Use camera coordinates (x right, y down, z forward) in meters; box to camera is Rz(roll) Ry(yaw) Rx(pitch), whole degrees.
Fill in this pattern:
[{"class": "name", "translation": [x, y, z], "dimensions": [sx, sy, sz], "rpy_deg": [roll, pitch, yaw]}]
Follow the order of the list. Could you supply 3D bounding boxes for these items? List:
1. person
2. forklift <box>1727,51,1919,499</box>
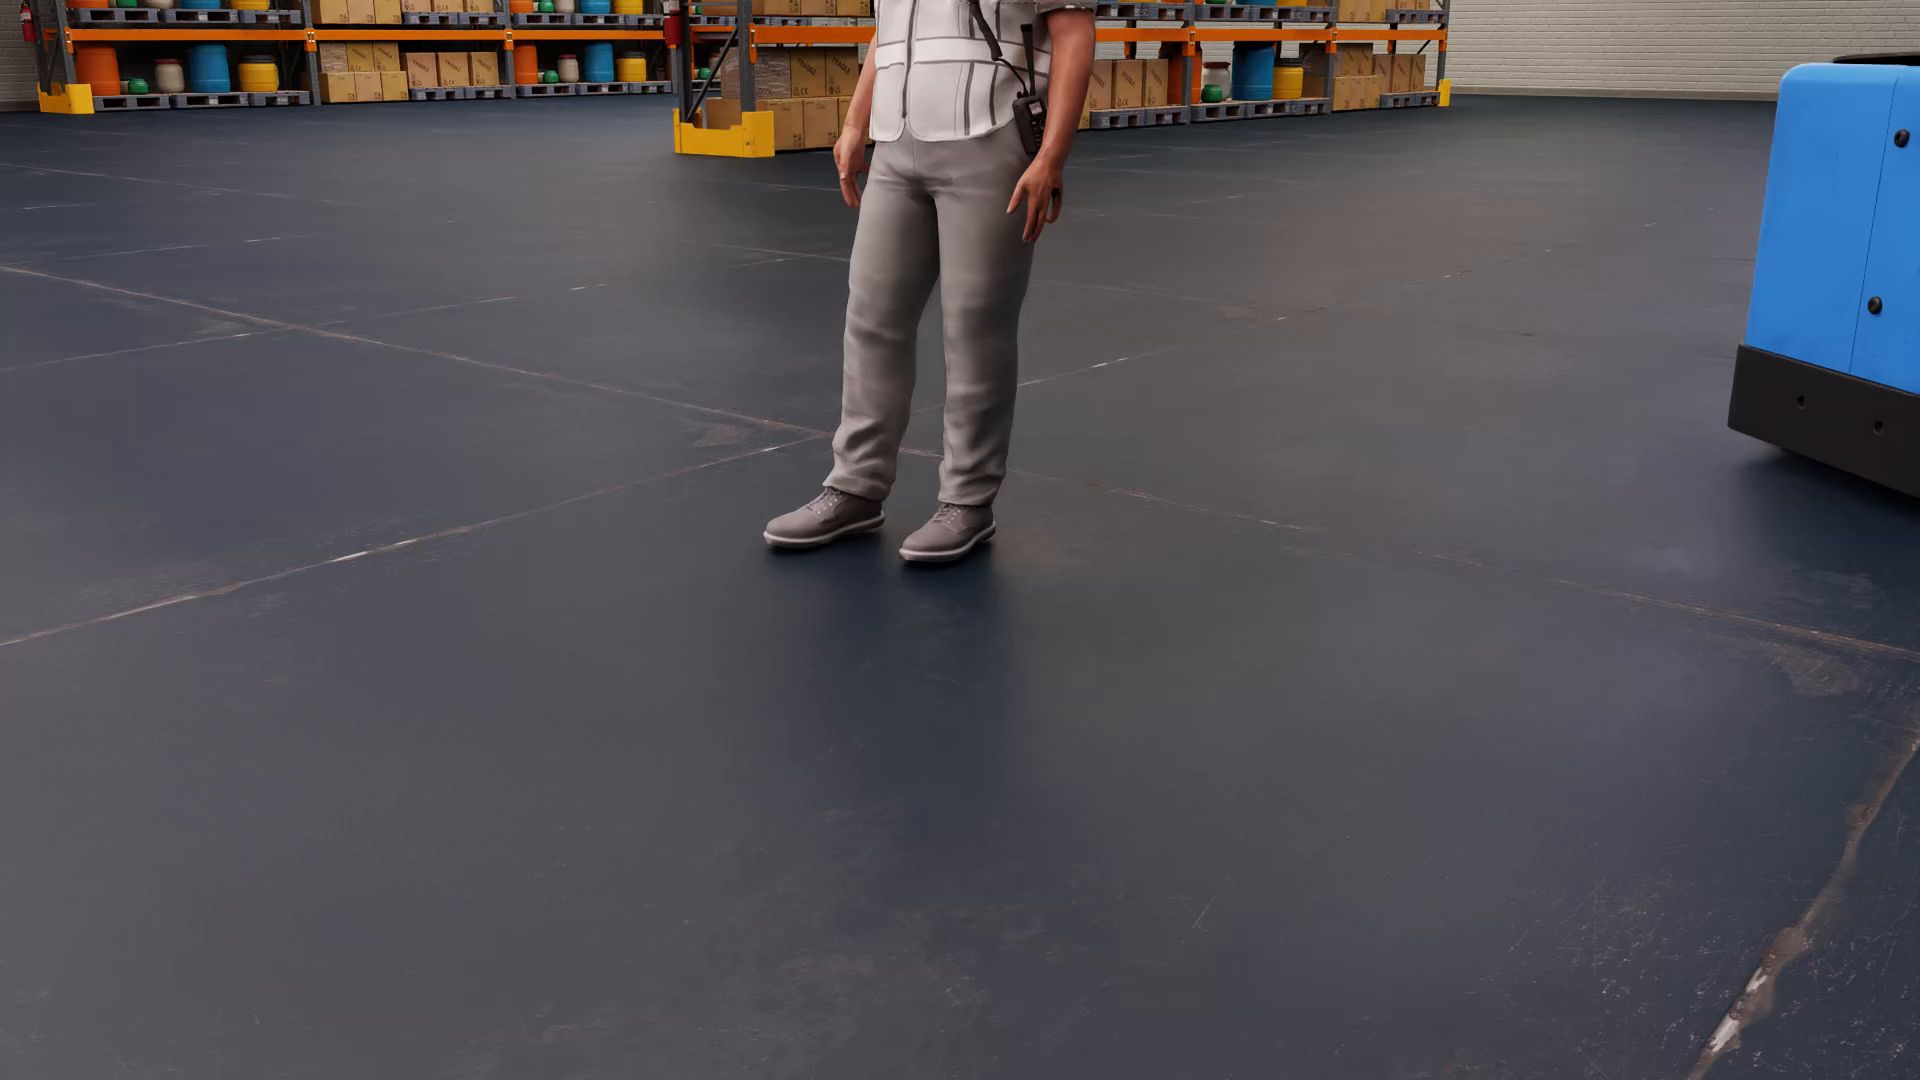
[{"class": "person", "translation": [-0.058, -0.845, 3.630], "dimensions": [0.641, 1.781, 0.574], "rpy_deg": [13, 21, 37]}, {"class": "forklift", "translation": [3.760, -1.597, 4.157], "dimensions": [3.031, 2.935, 1.130], "rpy_deg": [-3, 17, -9]}]
